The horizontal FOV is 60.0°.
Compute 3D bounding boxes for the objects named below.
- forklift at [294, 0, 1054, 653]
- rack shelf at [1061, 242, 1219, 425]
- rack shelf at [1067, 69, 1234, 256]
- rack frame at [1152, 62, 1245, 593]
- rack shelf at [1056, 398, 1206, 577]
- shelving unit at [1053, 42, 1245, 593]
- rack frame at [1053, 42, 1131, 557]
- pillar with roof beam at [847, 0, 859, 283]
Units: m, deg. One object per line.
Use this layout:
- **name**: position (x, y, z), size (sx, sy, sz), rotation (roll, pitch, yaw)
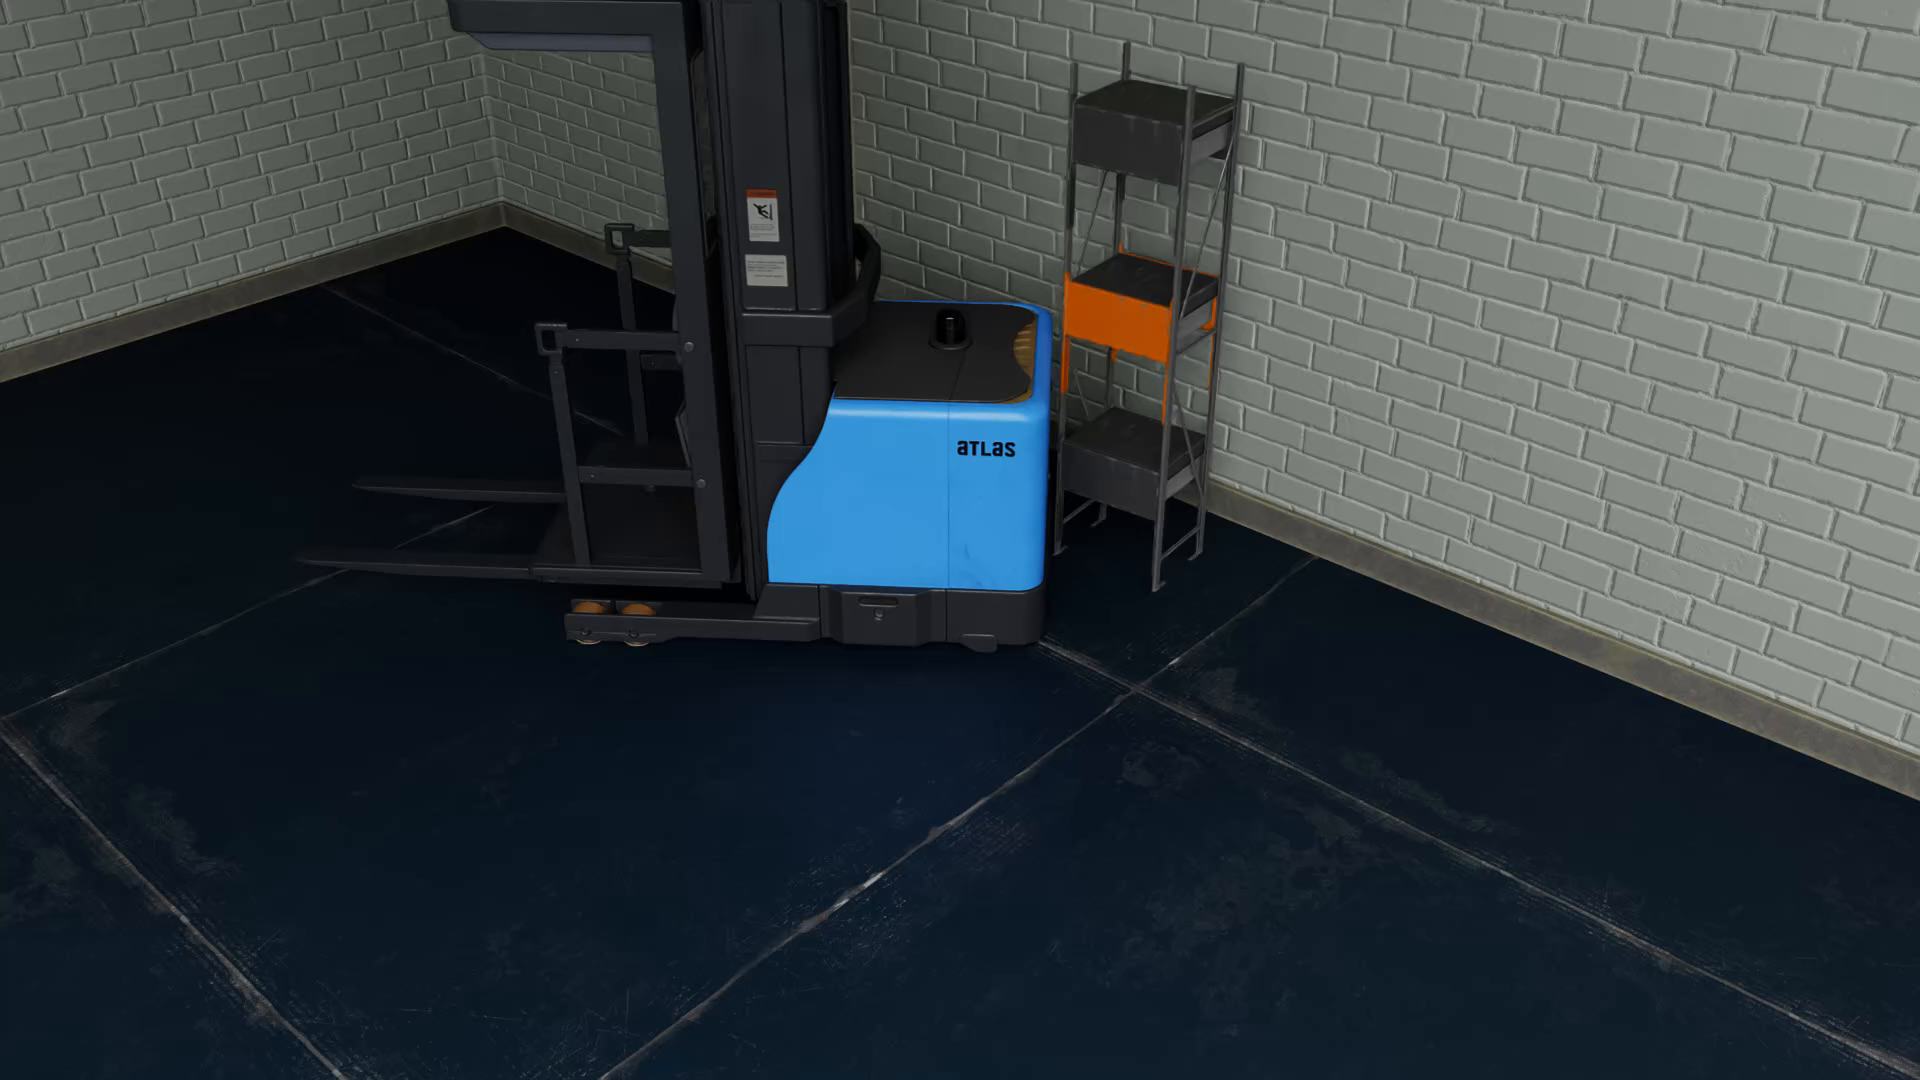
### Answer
- **forklift**: position (-1.150, -1.106, 6.246), size (3.031, 2.935, 1.130), rotation (2, 31, 3)
- **rack shelf**: position (0.722, -0.827, 6.615), size (0.480, 0.518, 0.431), rotation (21, 37, 31)
- **rack shelf**: position (0.722, -1.427, 6.254), size (0.480, 0.518, 0.431), rotation (21, 37, 31)
- **rack frame**: position (0.919, -0.764, 6.484), size (0.015, 2.100, 0.400), rotation (21, 37, 31)
- **rack shelf**: position (0.722, -0.228, 6.976), size (0.480, 0.518, 0.431), rotation (21, 37, 31)
- **shelving unit**: position (0.722, -0.839, 6.608), size (0.503, 2.100, 0.431), rotation (21, 37, 31)
- **rack frame**: position (0.526, -0.914, 6.732), size (0.015, 2.100, 0.400), rotation (21, 37, 31)
- **pillar with roof beam**: position (-3.653, -3.132, 3.727), size (0.400, 9.000, 9.100), rotation (25, 39, 35)
